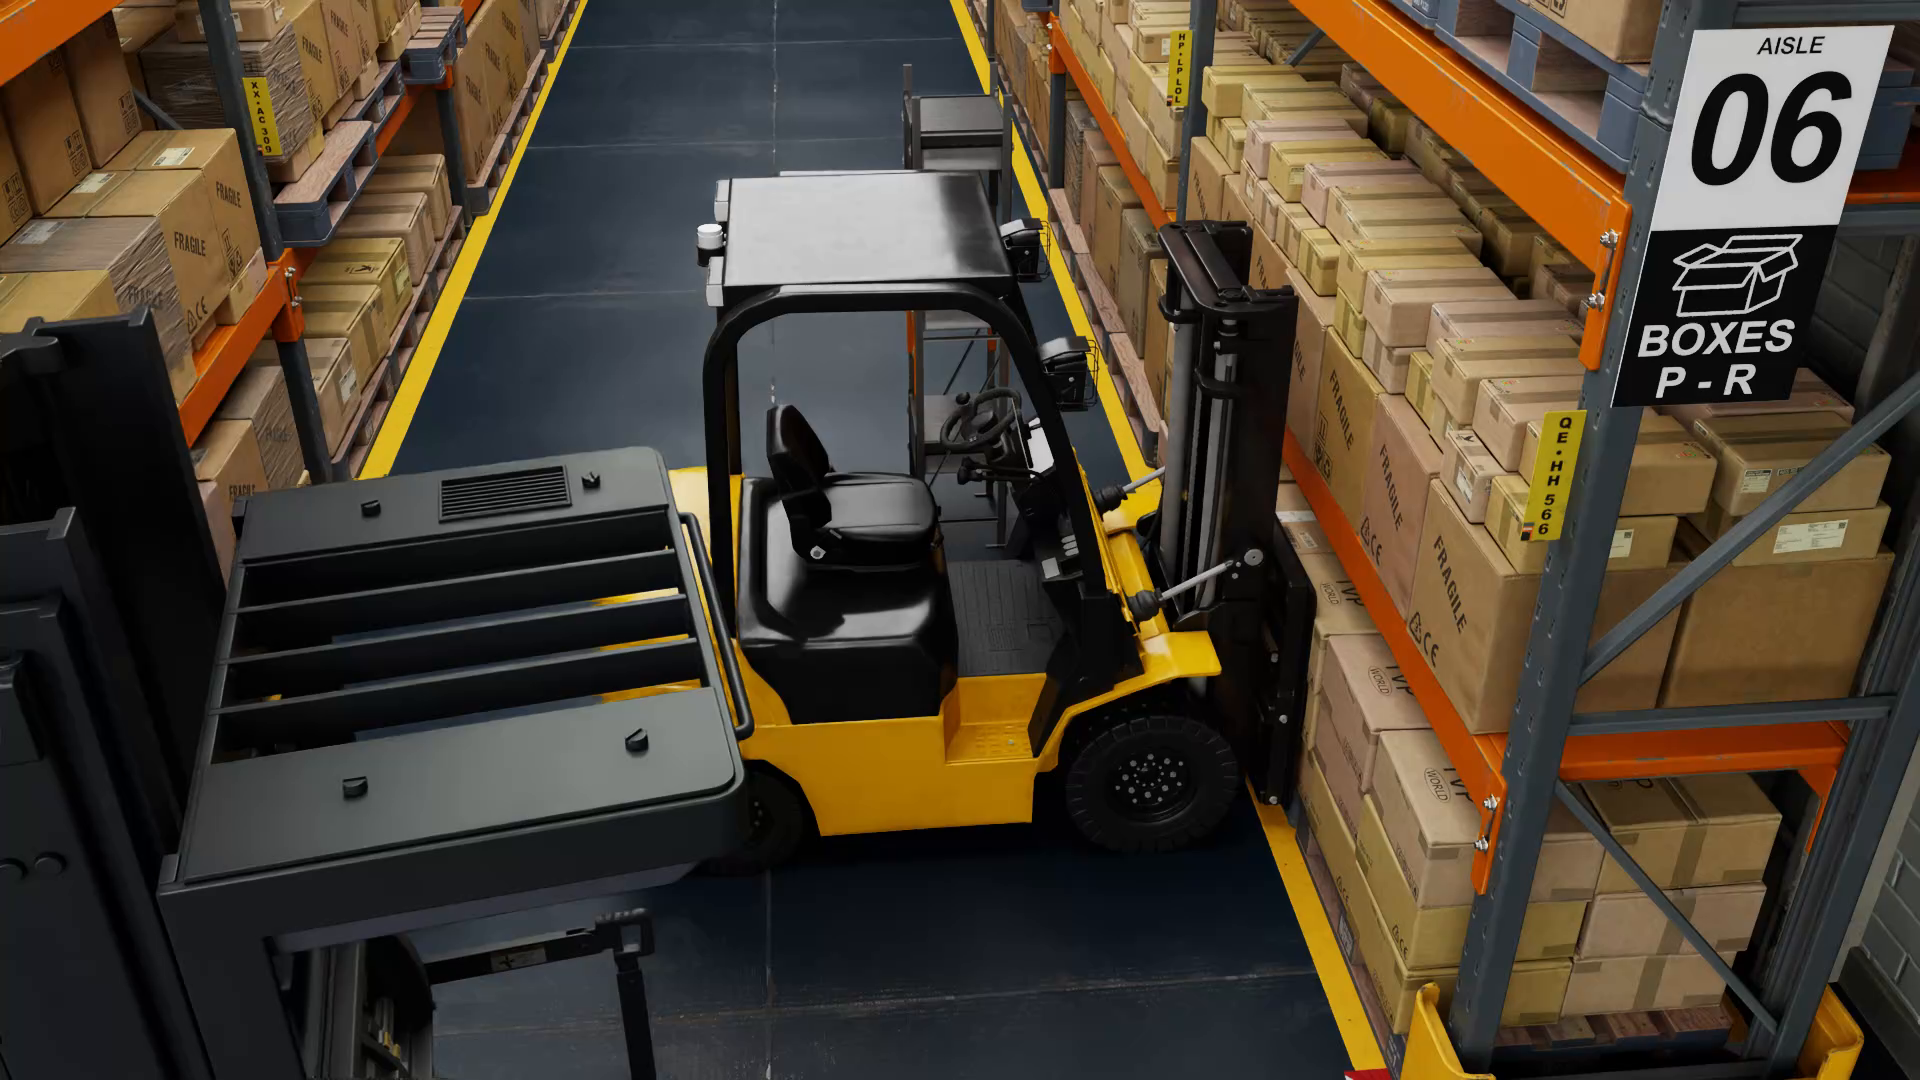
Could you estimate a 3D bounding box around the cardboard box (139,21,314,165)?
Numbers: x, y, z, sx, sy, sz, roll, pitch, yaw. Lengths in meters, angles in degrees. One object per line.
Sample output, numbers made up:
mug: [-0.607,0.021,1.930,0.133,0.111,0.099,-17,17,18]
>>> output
cardboard box: [-3.210,-1.967,7.321,0.500,0.500,0.500,-2,31,-3]

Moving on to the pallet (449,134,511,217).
pallet: [-3.824,-2.614,11.921,1.003,0.211,1.213,-3,31,-5]

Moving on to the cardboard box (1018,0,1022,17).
cardboard box: [0.674,-4.340,13.486,0.380,0.149,0.250,-3,31,-5]

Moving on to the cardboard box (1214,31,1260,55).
cardboard box: [1.224,-2.346,8.023,0.380,0.149,0.250,-3,31,-5]

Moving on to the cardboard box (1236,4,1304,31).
cardboard box: [1.633,-2.638,8.512,0.380,0.149,0.250,-3,31,-5]

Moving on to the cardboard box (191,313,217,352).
cardboard box: [-3.142,-0.842,6.479,0.380,0.149,0.250,-3,31,-4]

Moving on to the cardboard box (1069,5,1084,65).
cardboard box: [0.956,-3.085,10.136,0.500,0.250,0.500,-3,31,-6]

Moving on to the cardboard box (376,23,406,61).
cardboard box: [-3.340,-2.793,9.336,0.380,0.149,0.250,-2,31,-4]

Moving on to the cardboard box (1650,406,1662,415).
cardboard box: [2.015,-0.461,4.576,0.380,0.149,0.250,-2,31,-4]

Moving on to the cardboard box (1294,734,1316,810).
cardboard box: [1.430,0.705,5.917,0.500,0.250,0.500,-2,31,-4]

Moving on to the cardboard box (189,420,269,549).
cardboard box: [-3.080,-0.136,6.593,0.500,0.500,0.500,-2,31,-4]

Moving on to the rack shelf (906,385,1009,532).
rack shelf: [-0.015,-0.373,7.719,0.431,0.518,0.480,-3,31,-5]

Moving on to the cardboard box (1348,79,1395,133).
cardboard box: [1.802,-1.773,6.773,0.380,0.149,0.250,-4,31,-6]

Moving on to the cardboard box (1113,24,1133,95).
cardboard box: [1.092,-2.515,8.694,0.500,0.250,0.500,-2,31,-4]

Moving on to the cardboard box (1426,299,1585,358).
cardboard box: [1.565,-0.570,4.758,0.380,0.149,0.250,-3,31,-4]

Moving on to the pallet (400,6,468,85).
pallet: [-3.653,-2.964,9.974,1.213,0.211,1.003,-3,31,-5]

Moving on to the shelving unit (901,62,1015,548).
shelving unit: [-0.015,-0.986,7.353,0.431,2.100,0.503,-3,31,-5]

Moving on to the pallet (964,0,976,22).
pallet: [0.562,-5.465,16.693,1.003,0.211,1.213,-3,31,-5]

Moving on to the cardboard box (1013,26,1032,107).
cardboard box: [0.707,-3.745,13.123,0.500,0.500,0.500,-4,31,-6]

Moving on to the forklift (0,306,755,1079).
forklift: [-0.878,1.024,3.177,3.031,2.935,1.130,-8,32,-13]

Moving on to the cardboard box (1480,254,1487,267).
cardboard box: [1.920,-0.985,5.745,0.380,0.149,0.250,-4,31,-6]

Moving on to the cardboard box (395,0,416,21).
cardboard box: [-3.447,-3.274,9.509,0.500,0.500,0.500,-3,31,-5]

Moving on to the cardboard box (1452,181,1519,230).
cardboard box: [1.900,-1.117,5.675,0.380,0.149,0.250,-2,31,-3]

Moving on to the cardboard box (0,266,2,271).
cardboard box: [-3.442,-0.946,5.047,0.700,0.500,0.500,-3,31,-5]

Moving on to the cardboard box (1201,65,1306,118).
cardboard box: [1.224,-1.875,6.943,0.380,0.149,0.250,-2,31,-4]

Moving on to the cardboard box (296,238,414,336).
cardboard box: [-3.641,-1.404,9.329,0.950,0.372,0.625,-2,31,-3]

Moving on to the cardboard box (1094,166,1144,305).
cardboard box: [1.293,-1.810,9.761,0.875,0.625,0.625,-4,31,-7]

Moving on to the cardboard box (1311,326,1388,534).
cardboard box: [1.468,-0.369,5.345,0.500,0.500,0.500,-3,31,-6]

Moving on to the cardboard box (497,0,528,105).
cardboard box: [-3.970,-3.942,13.087,0.875,0.875,0.875,-2,31,-3]

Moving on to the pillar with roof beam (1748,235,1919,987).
pillar with roof beam: [-1.591,-2.328,2.873,9.100,9.000,0.400,-3,31,-5]

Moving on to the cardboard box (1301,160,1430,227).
cardboard box: [1.423,-1.221,5.849,0.380,0.149,0.250,-3,31,-5]

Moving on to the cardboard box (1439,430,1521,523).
cardboard box: [1.499,-0.174,4.387,0.380,0.149,0.250,-2,31,-4]

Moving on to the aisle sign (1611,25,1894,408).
aisle sign: [1.577,-0.629,3.342,0.394,0.787,0.004,-3,31,-5]

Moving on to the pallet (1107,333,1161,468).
pallet: [1.382,-0.780,8.850,1.003,0.211,1.213,-3,31,-5]

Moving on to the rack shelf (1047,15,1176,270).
rack shelf: [1.303,-2.315,9.402,1.077,0.370,4.000,-3,31,-5]

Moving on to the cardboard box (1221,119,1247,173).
cardboard box: [1.283,-1.616,6.801,0.380,0.149,0.250,-2,31,-3]

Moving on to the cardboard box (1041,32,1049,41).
cardboard box: [0.801,-3.682,12.384,0.380,0.149,0.250,-2,31,-3]

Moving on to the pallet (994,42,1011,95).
pallet: [0.856,-4.076,14.369,1.003,0.211,1.213,-3,31,-5]

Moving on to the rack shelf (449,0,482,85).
rack shelf: [-4.013,-4.117,12.420,1.077,0.370,4.000,-3,31,-5]

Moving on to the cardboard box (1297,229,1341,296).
cardboard box: [1.382,-0.958,5.699,0.380,0.149,0.250,-3,31,-6]

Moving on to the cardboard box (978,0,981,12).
cardboard box: [0.364,-5.146,15.697,0.396,0.266,0.258,-2,31,-3]

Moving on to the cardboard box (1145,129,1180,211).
cardboard box: [1.182,-1.783,7.956,0.500,0.250,0.500,-2,31,-3]

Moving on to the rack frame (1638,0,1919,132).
rack frame: [1.863,-2.136,2.550,1.000,3.000,0.127,-3,31,-5]

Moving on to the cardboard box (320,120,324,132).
cardboard box: [-3.306,-2.002,8.011,0.380,0.149,0.250,-1,31,-1]

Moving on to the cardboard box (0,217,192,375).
cardboard box: [-3.055,-0.791,5.762,0.500,0.500,0.500,-2,31,-3]

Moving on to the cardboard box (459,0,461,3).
cardboard box: [-3.687,-3.864,11.440,0.500,0.250,0.500,-4,31,-6]

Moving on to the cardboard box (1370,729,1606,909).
cardboard box: [1.510,0.790,4.798,0.500,0.250,0.500,-2,31,-3]

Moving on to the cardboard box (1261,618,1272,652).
cardboard box: [1.358,0.217,6.246,0.500,0.250,0.500,-3,31,-5]

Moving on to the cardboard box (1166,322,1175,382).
cardboard box: [1.222,-0.770,7.410,0.500,0.250,0.500,-3,31,-5]
